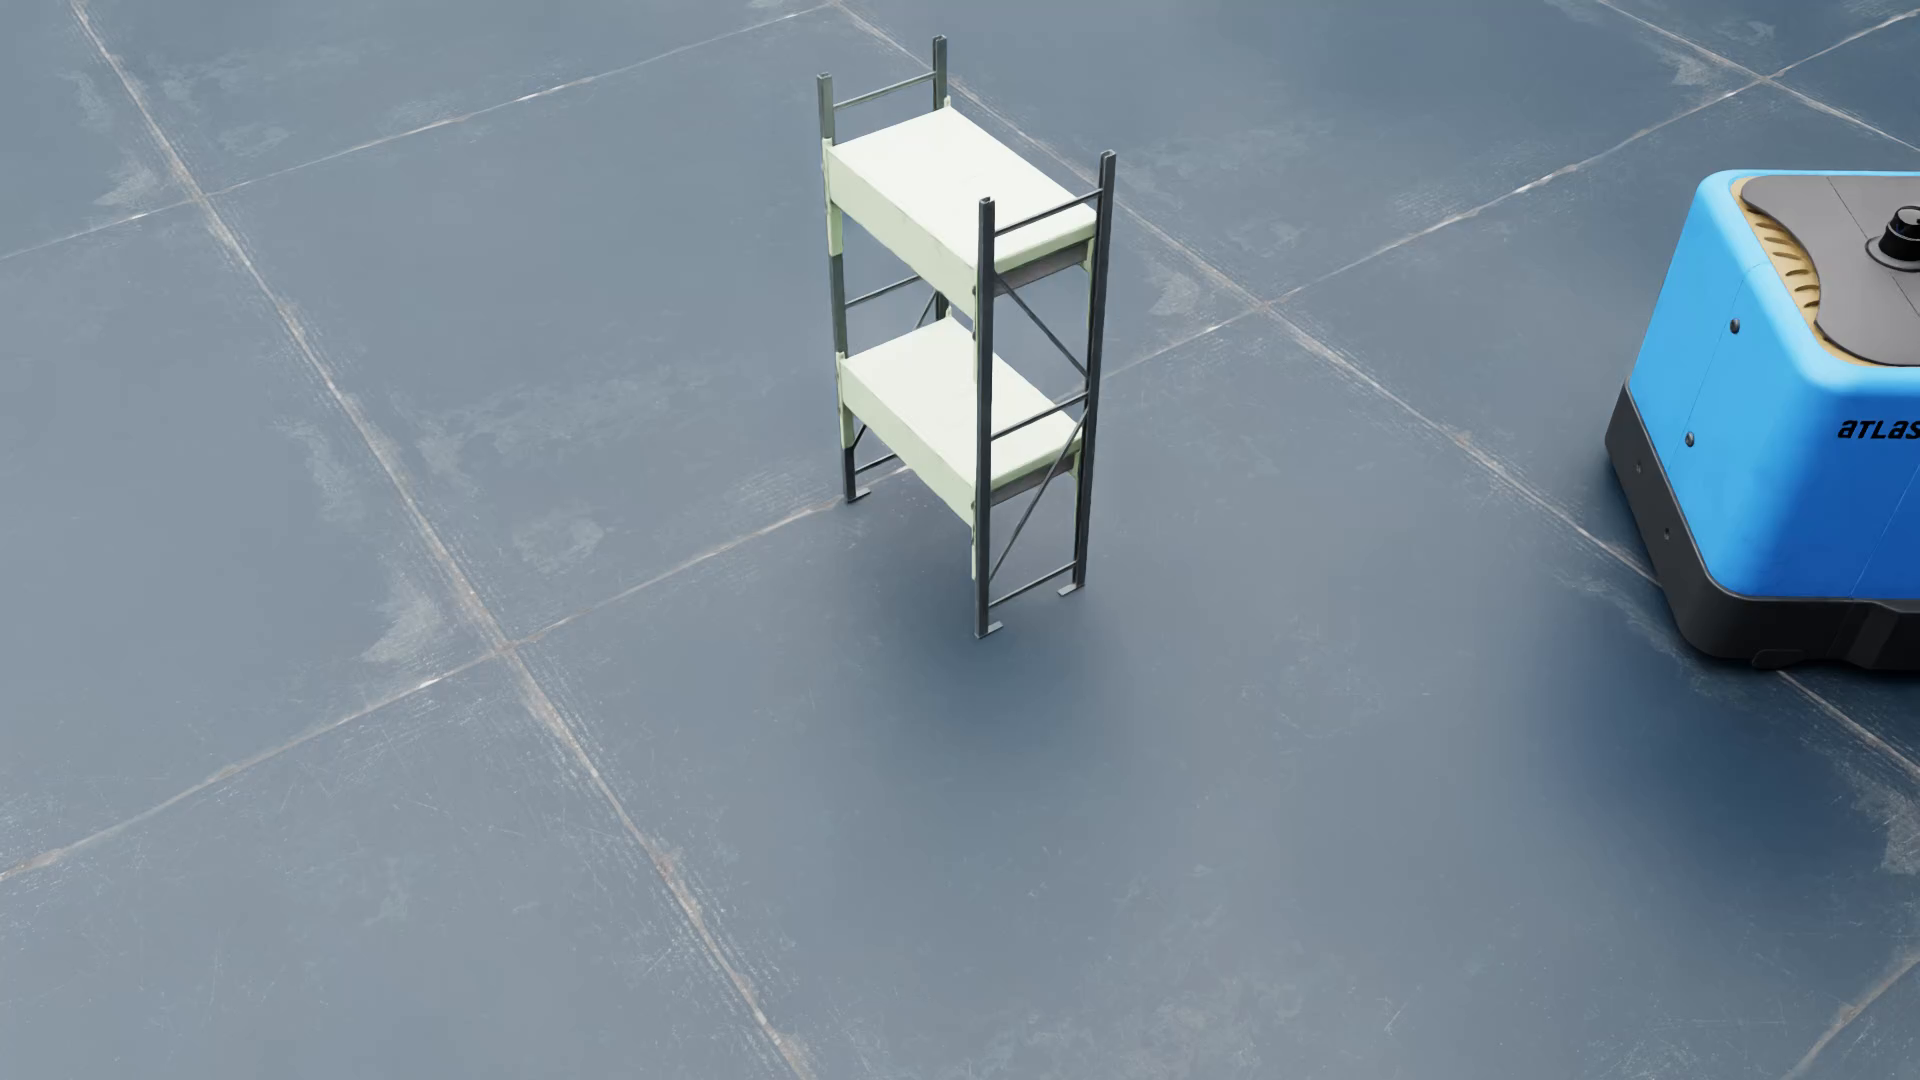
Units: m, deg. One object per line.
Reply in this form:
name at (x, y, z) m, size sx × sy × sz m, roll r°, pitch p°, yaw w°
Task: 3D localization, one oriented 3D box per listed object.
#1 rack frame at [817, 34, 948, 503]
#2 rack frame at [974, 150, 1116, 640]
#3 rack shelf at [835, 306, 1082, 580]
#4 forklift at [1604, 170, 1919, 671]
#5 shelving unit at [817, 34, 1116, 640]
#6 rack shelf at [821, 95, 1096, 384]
rack frame at (-0.206, -0.746, 4.945) m, size 0.400 × 1.500 × 0.023 m, roll -26°, pitch 49°, yaw -24°
rack frame at (0.213, -0.331, 4.511) m, size 0.400 × 1.500 × 0.023 m, roll -26°, pitch 49°, yaw -24°
rack shelf at (0.004, -0.303, 4.953) m, size 0.431 × 0.370 × 0.720 m, roll -26°, pitch 49°, yaw -24°
forklift at (3.630, -1.010, 4.185) m, size 3.031 × 2.935 × 1.130 m, roll 1°, pitch 44°, yaw 1°
shelving unit at (0.004, -0.539, 4.728) m, size 0.431 × 1.500 × 0.755 m, roll -26°, pitch 49°, yaw -24°
rack shelf at (0.004, -0.821, 4.459) m, size 0.431 × 0.370 × 0.720 m, roll -26°, pitch 49°, yaw -24°
